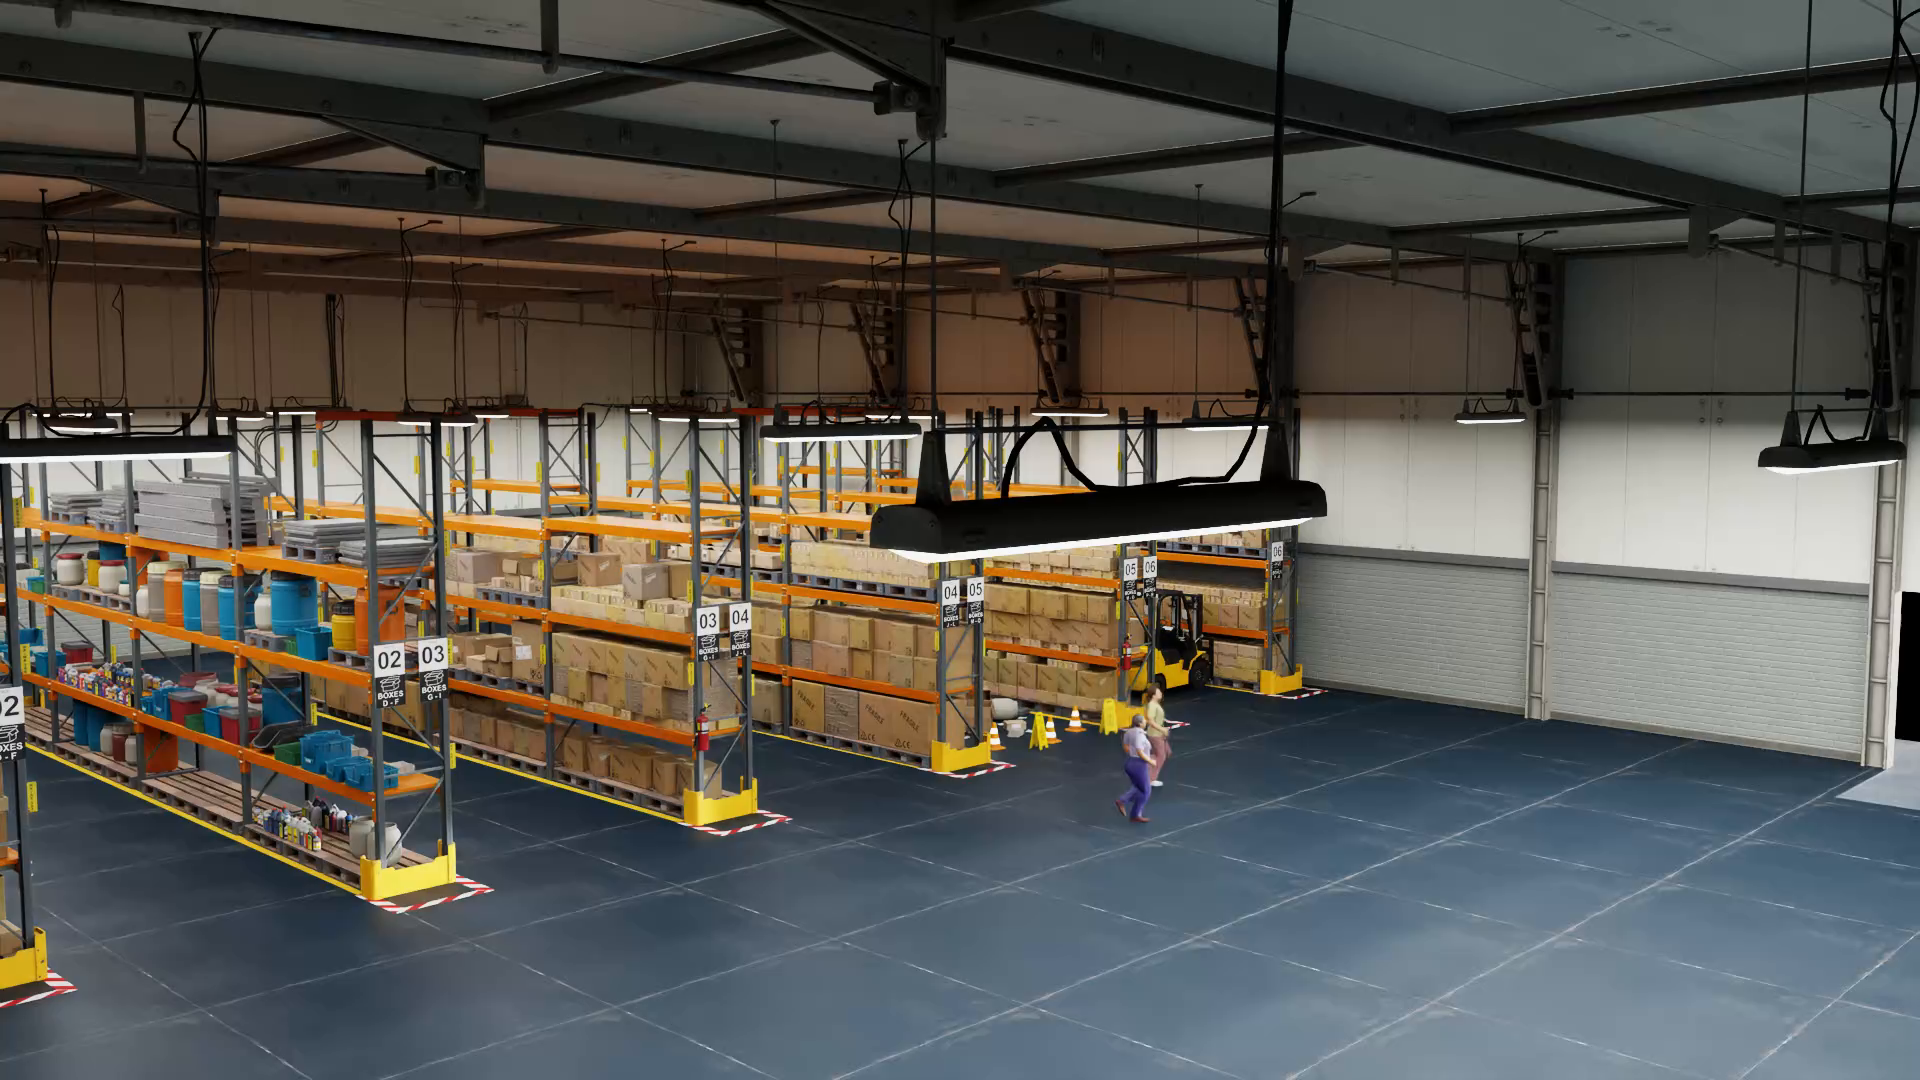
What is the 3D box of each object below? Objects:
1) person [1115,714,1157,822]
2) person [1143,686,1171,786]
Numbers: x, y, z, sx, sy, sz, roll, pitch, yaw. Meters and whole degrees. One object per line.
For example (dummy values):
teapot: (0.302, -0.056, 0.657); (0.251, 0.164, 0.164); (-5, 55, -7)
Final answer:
person: (2.604, 3.361, 24.518); (0.530, 1.613, 0.623); (-1, 5, -12)
person: (3.148, 3.150, 26.821); (0.529, 1.632, 0.586); (0, 5, 4)
